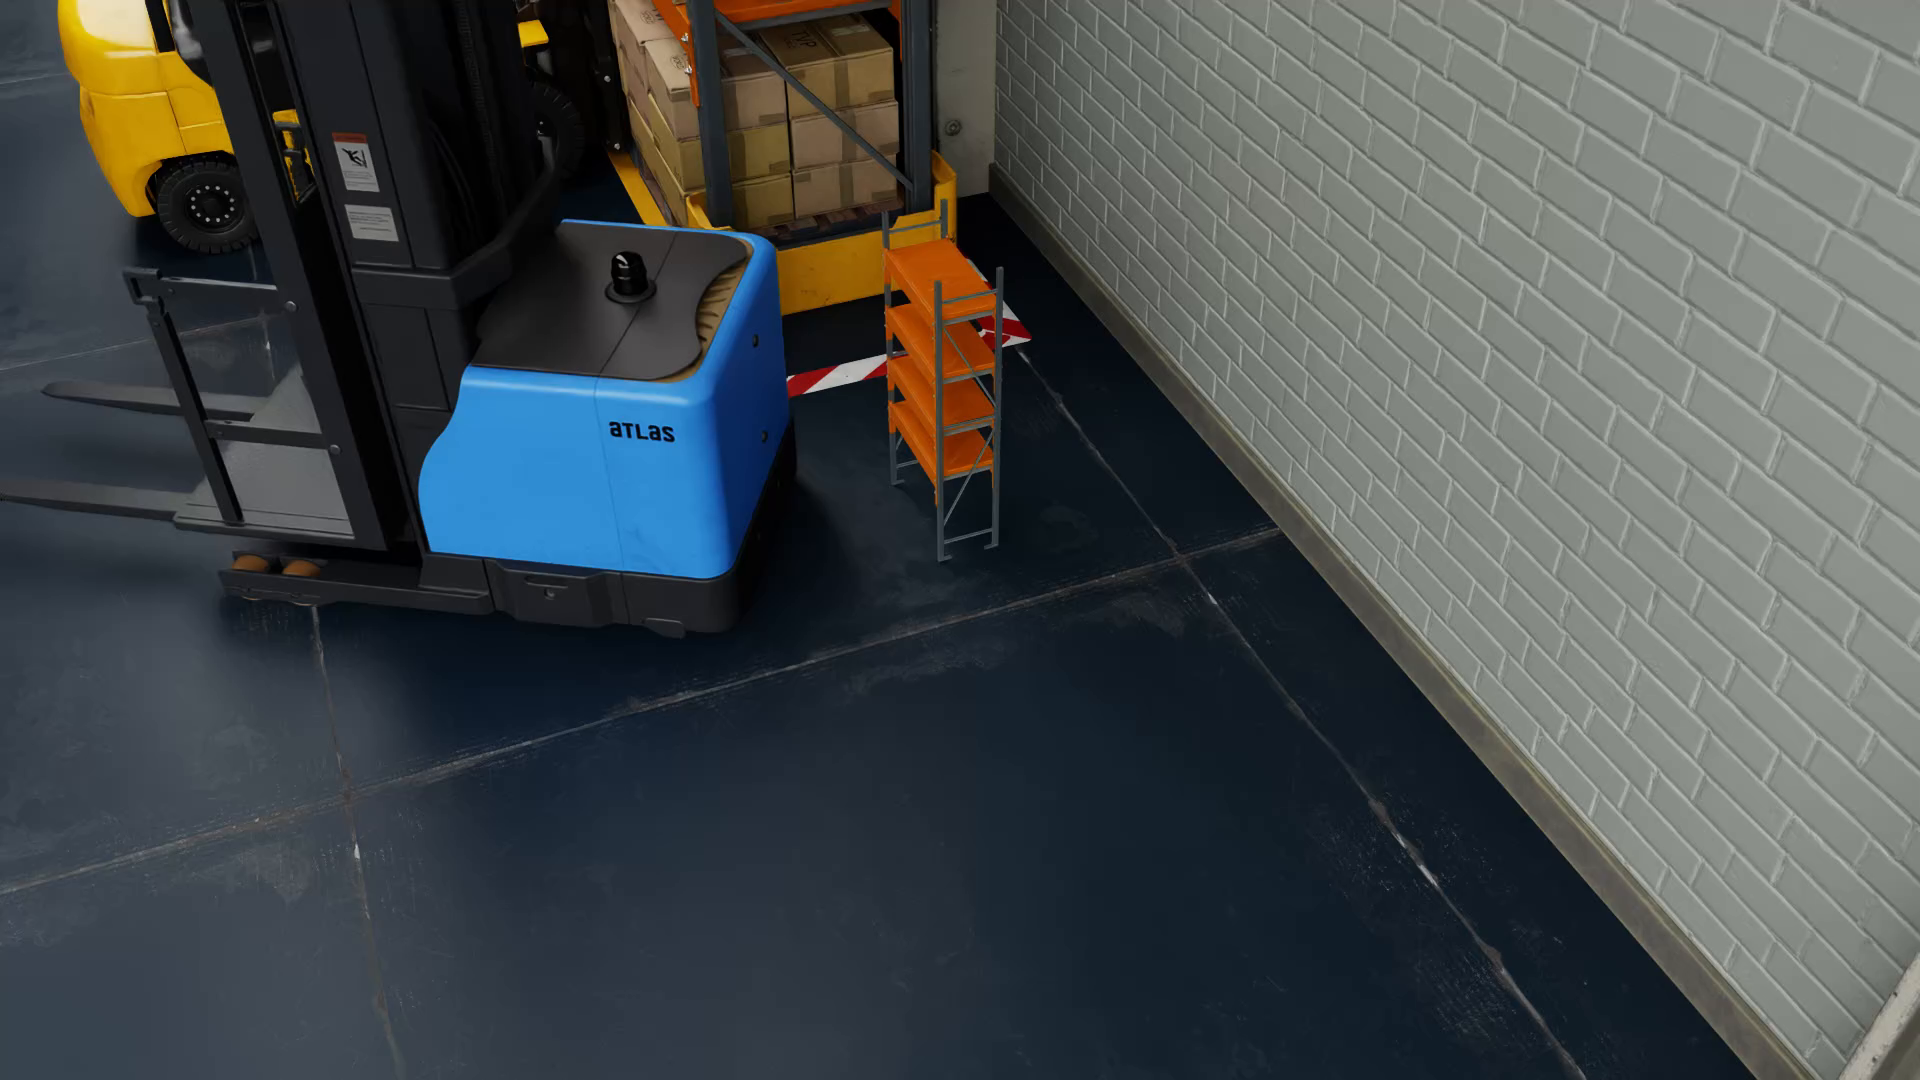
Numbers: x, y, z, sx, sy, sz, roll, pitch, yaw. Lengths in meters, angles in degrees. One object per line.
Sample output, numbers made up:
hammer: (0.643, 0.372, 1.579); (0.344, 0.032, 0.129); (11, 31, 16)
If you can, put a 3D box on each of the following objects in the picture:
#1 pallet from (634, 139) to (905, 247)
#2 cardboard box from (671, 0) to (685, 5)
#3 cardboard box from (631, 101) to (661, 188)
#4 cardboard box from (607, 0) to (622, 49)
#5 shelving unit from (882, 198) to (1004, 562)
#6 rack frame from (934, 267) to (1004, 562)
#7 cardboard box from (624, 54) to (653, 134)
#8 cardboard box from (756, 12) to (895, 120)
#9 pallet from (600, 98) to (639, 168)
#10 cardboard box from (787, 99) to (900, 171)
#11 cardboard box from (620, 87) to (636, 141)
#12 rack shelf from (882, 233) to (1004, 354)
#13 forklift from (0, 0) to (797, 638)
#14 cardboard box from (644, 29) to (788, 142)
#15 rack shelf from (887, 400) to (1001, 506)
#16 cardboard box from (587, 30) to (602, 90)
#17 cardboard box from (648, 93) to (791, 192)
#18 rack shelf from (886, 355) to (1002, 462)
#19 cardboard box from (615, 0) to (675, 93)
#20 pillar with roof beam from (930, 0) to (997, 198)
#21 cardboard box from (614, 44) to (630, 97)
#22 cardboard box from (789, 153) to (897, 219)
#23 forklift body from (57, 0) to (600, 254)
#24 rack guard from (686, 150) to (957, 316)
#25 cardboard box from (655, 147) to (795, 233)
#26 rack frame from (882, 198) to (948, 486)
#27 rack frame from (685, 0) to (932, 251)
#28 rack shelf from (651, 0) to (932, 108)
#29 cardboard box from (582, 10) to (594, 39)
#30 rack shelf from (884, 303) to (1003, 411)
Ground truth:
pallet: (-0.940, -1.708, 8.075); (1.003, 0.211, 1.213); (-15, 43, -17)
cardboard box: (-1.040, -2.584, 6.878); (0.500, 0.500, 0.500); (-16, 43, -18)
cardboard box: (-1.262, -1.938, 7.990); (0.500, 0.250, 0.500); (-15, 43, -17)
cardboard box: (-1.476, -2.618, 8.014); (0.500, 0.250, 0.500); (-15, 43, -16)
shelving unit: (-0.063, -0.555, 5.975); (0.258, 1.200, 0.503); (-15, 43, -17)
rack frame: (0.030, -0.408, 5.804); (0.240, 1.200, 0.015); (-15, 43, -17)
cardboard box: (-1.266, -2.142, 7.843); (0.500, 0.250, 0.500); (-16, 43, -17)
cardboard box: (-0.618, -2.148, 7.467); (0.500, 0.250, 0.500); (-16, 43, -18)
pallet: (-1.403, -2.442, 8.928); (1.003, 0.211, 1.213); (-15, 43, -17)
cardboard box: (-0.597, -1.957, 7.628); (0.500, 0.250, 0.500); (-14, 43, -16)
cardboard box: (-1.445, -2.242, 8.343); (0.500, 0.250, 0.500); (-15, 43, -16)
rack shelf: (-0.063, -0.853, 5.719); (0.258, 0.148, 0.480); (-15, 43, -17)
forklift: (-2.194, -1.209, 5.408); (3.031, 2.935, 1.130); (6, 41, 6)
cardboard box: (-1.073, -2.011, 7.308); (0.500, 0.250, 0.500); (-14, 43, -15)
rack shelf: (-0.063, -0.353, 6.148); (0.258, 0.148, 0.480); (-15, 43, -17)
cardboard box: (-1.665, -2.549, 8.701); (0.500, 0.250, 0.500); (-14, 43, -16)
cardboard box: (-1.084, -1.837, 7.489); (0.500, 0.250, 0.500); (-16, 43, -17)
rack shelf: (-0.063, -0.504, 6.019); (0.258, 0.148, 0.480); (-15, 43, -17)
cardboard box: (-1.274, -2.317, 7.664); (0.500, 0.250, 0.500); (-14, 43, -16)
pillar with roof beam: (-4.020, -4.160, 4.186); (9.100, 9.000, 0.400); (-15, 43, -17)
cardboard box: (-1.483, -2.447, 8.199); (0.500, 0.250, 0.500); (-16, 43, -18)
cardboard box: (-0.616, -1.777, 7.802); (0.500, 0.250, 0.500); (-15, 43, -17)
forklift body: (-3.020, -2.681, 7.718); (2.313, 2.155, 1.214); (-15, 43, -17)
rack guard: (-0.600, -1.353, 7.440); (1.175, 0.500, 0.348); (-15, 43, -17)
cardboard box: (-1.081, -1.636, 7.639); (0.500, 0.250, 0.500); (-15, 43, -17)
rack frame: (-0.157, -0.702, 6.146); (0.240, 1.200, 0.015); (-15, 43, -17)
rack frame: (-0.609, -2.315, 6.642); (1.000, 3.000, 0.127); (-15, 43, -17)
rack shelf: (-1.374, -3.247, 8.277); (1.077, 0.370, 4.000); (-15, 43, -17)
cardboard box: (-1.671, -2.750, 8.550); (0.500, 0.250, 0.500); (-15, 43, -17)
rack shelf: (-0.063, -0.673, 5.873); (0.258, 0.148, 0.480); (-15, 43, -17)
